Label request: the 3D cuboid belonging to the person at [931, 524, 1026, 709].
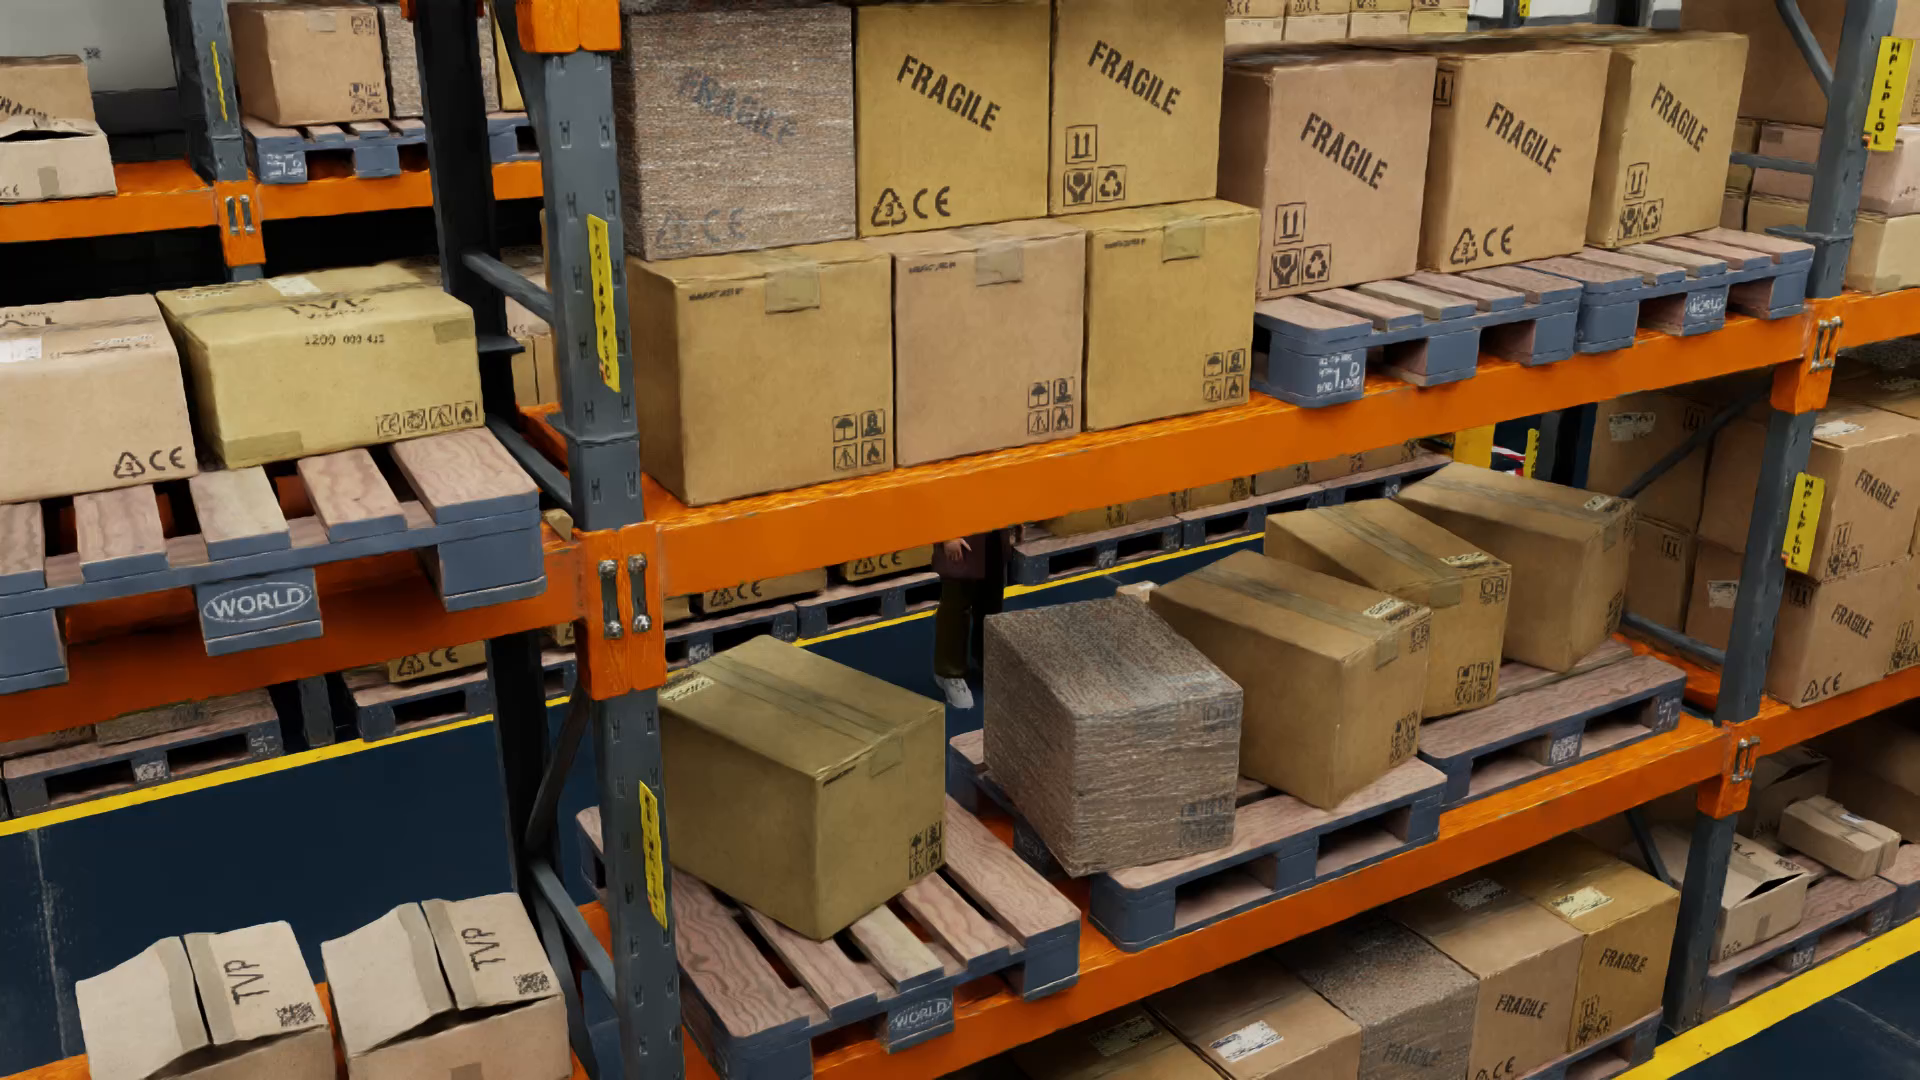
[{"bbox_3d":[0.104,-0.040,8.714,0.432,1.832,0.634,16,27,36],"label":"person"}]
